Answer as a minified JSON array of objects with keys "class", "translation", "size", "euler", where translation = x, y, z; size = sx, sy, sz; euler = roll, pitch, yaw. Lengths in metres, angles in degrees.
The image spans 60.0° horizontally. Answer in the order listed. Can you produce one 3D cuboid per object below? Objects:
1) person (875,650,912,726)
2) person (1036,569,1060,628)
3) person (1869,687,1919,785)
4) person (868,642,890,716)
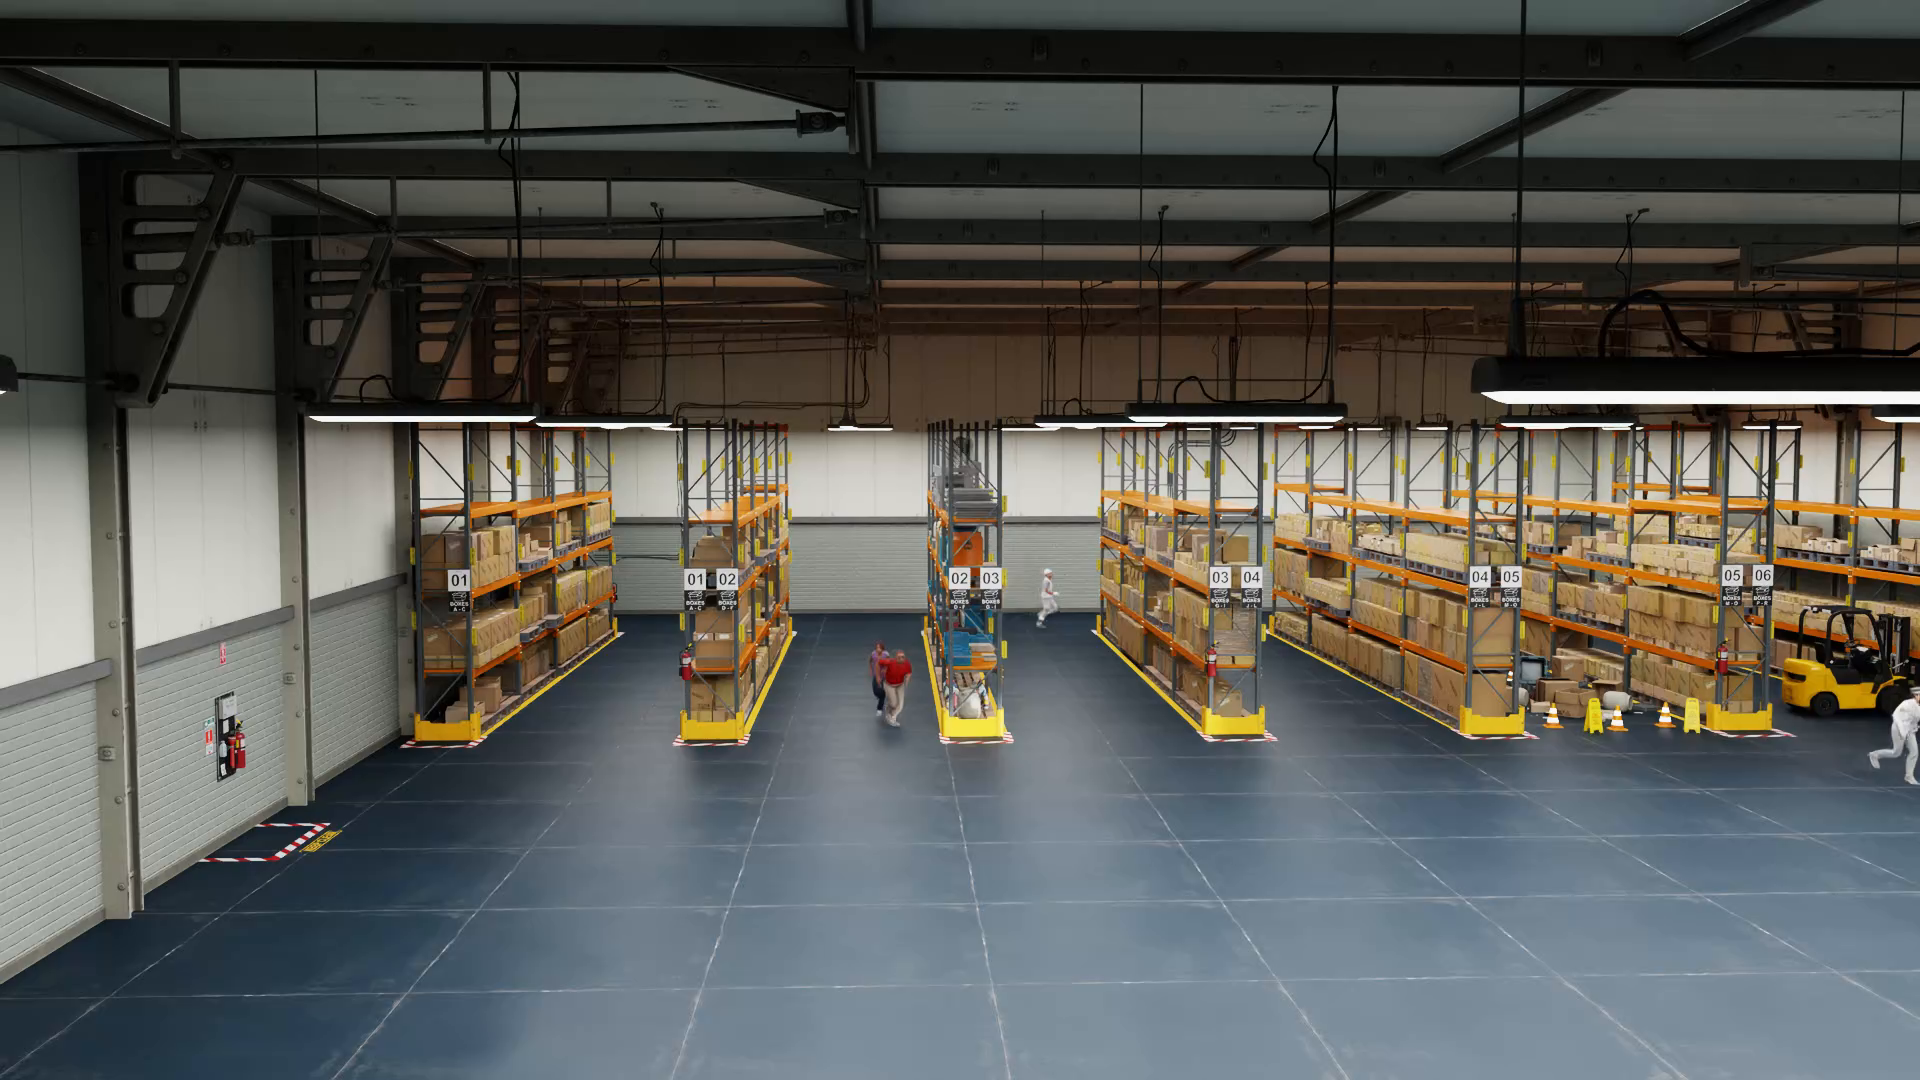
[{"class":"person","translation":[-1.287,2.881,32.275],"size":[0.694,1.548,0.887],"euler":[-2,4,-22]},{"class":"person","translation":[2.609,1.714,48.995],"size":[0.718,1.738,0.689],"euler":[1,4,13]},{"class":"person","translation":[15.506,3.185,27.483],"size":[0.625,1.633,0.906],"euler":[-2,4,-34]},{"class":"person","translation":[-1.628,2.817,33.714],"size":[0.527,1.530,0.614],"euler":[0,4,3]}]
